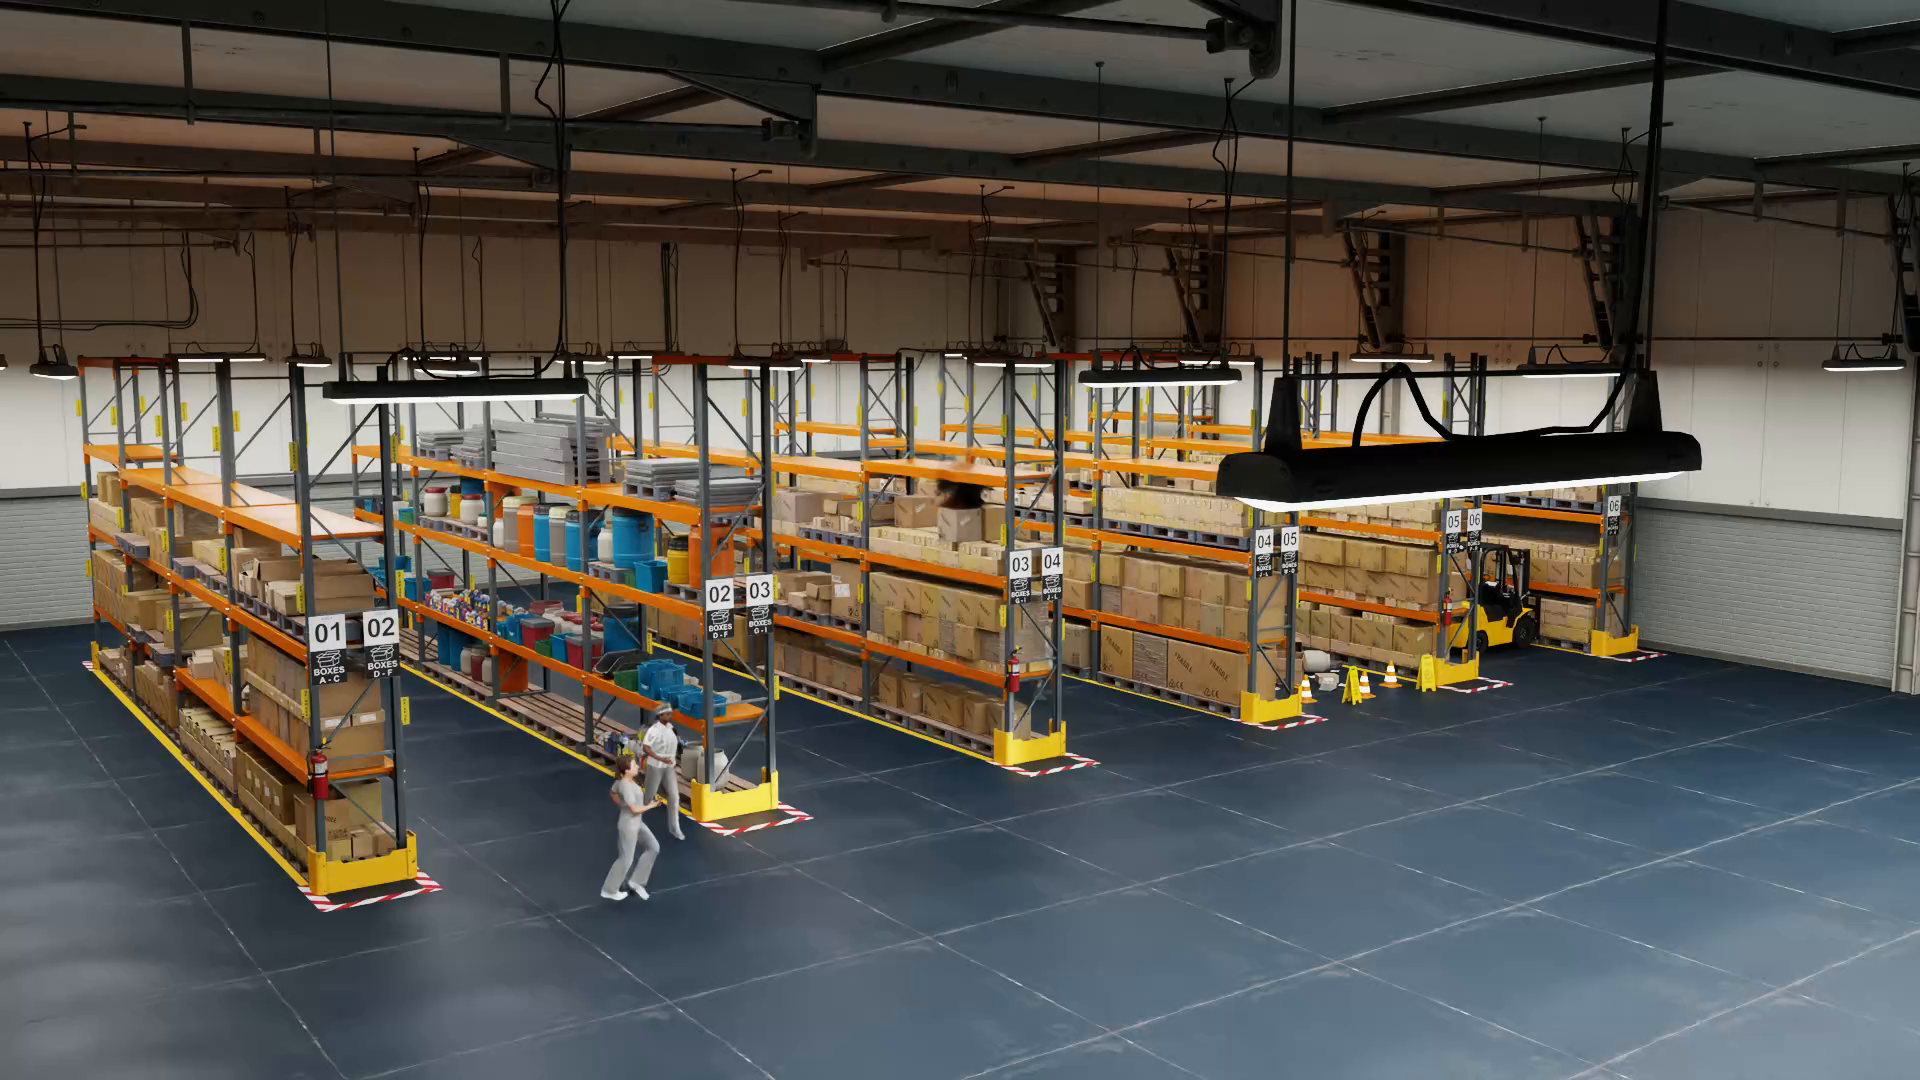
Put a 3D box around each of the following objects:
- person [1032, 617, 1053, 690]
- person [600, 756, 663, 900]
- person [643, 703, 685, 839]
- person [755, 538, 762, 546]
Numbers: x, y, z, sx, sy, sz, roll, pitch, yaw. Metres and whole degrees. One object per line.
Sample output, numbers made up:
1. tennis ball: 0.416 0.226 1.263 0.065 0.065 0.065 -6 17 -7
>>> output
1. person: 1.444 1.843 29.196 0.540 1.691 0.770 5 9 38
2. person: -3.696 3.247 18.684 0.711 1.697 0.532 -1 7 -6
3. person: -3.810 2.920 21.289 0.913 1.681 0.663 4 8 32
4. person: -5.053 0.470 41.115 0.855 1.773 0.692 -6 9 -43
